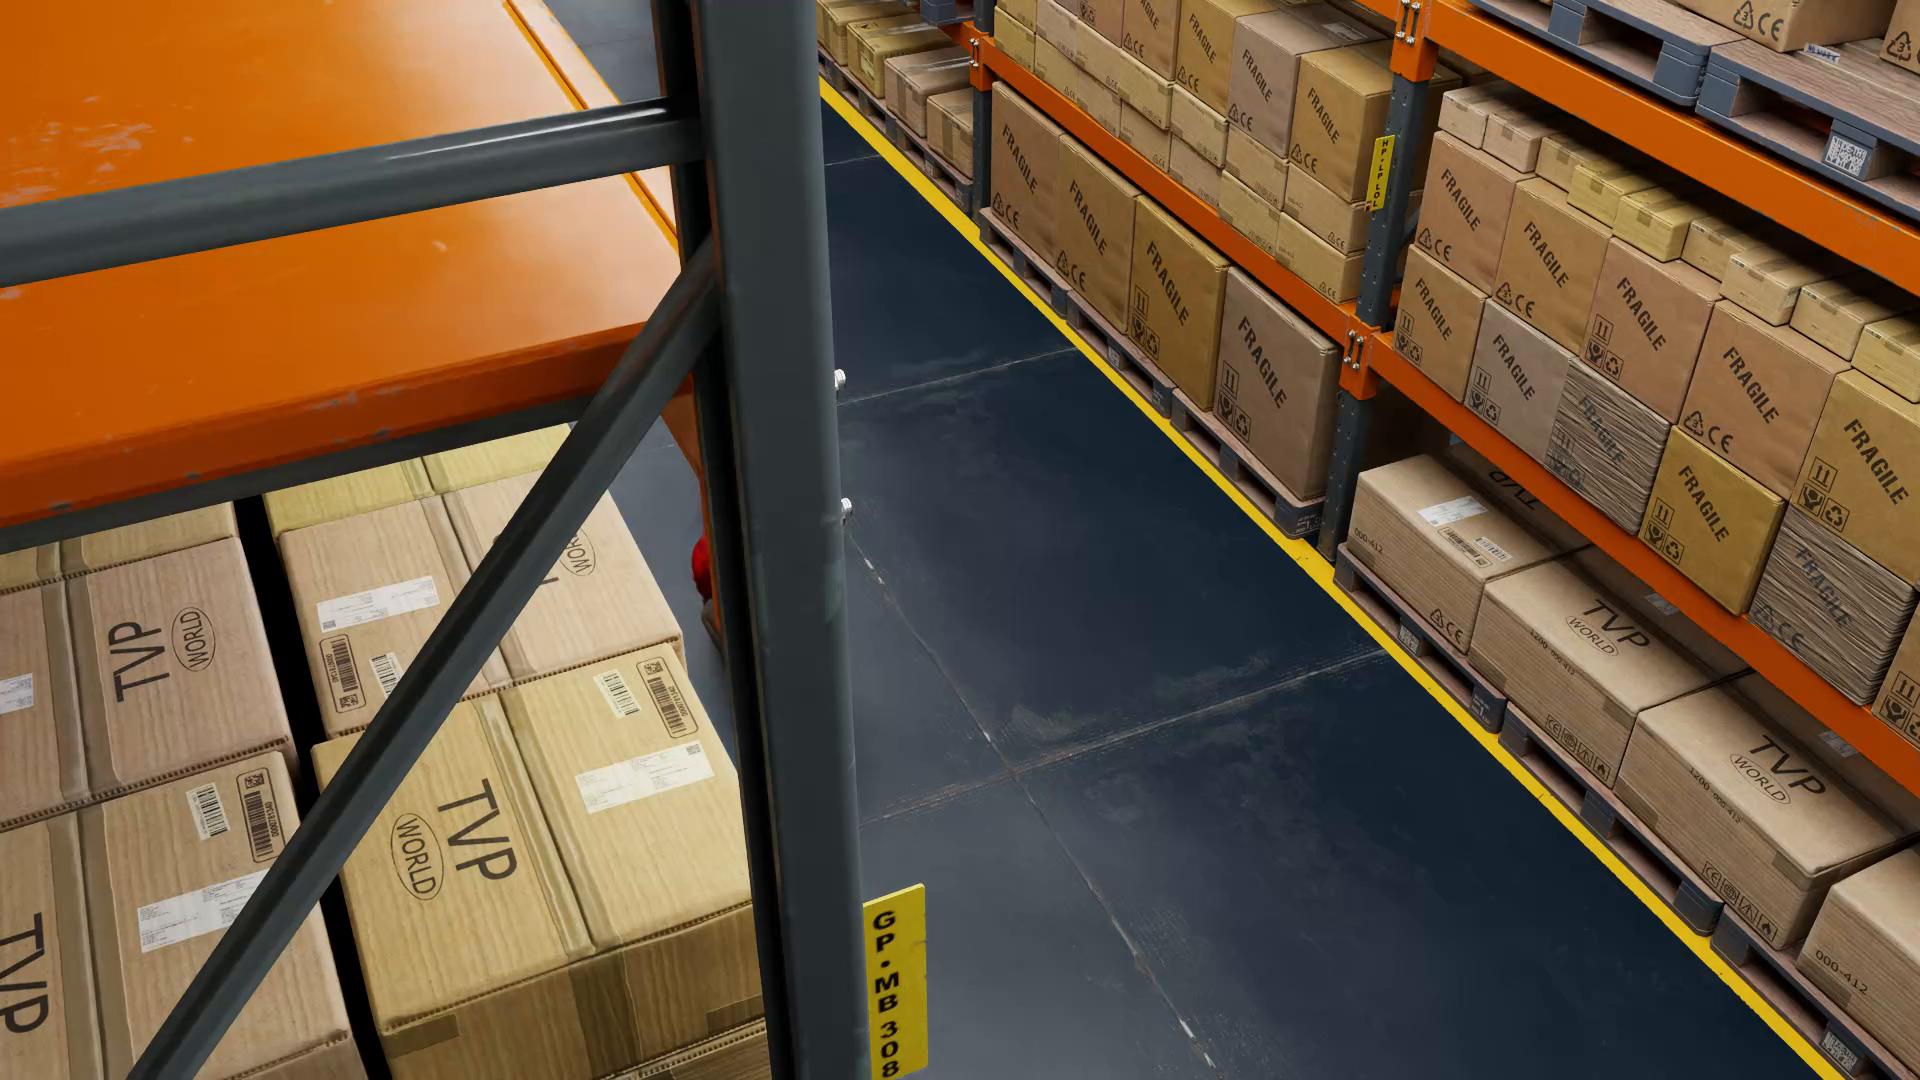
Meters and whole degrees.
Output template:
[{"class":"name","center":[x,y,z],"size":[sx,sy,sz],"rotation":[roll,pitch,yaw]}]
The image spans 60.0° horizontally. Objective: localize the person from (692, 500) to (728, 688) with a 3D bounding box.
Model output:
[{"class":"person","center":[-0.870,0.286,7.336],"size":[0.537,0.827,0.912],"rotation":[-16,40,-21]}]
